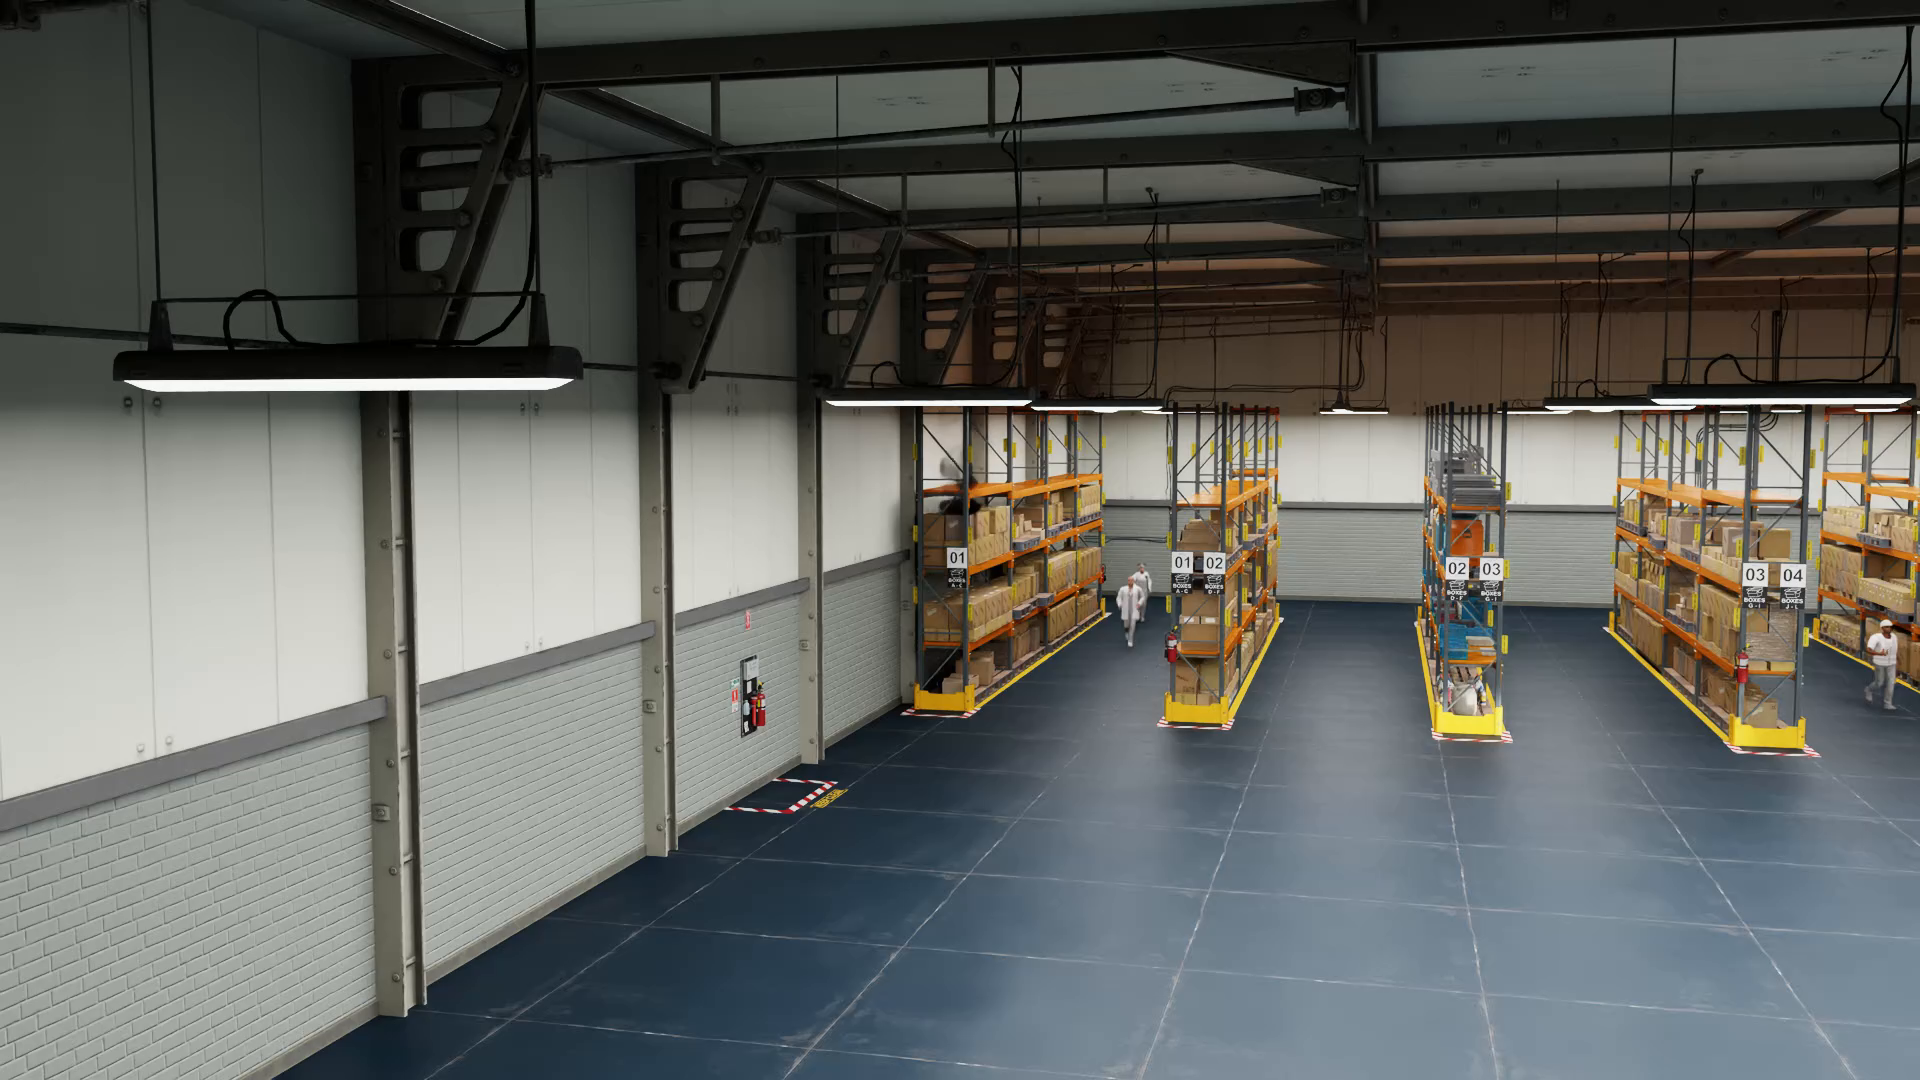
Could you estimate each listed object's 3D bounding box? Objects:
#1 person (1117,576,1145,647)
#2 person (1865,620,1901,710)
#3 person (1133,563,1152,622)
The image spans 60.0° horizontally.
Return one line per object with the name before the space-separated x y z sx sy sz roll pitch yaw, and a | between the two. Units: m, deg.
person | 4.291 1.776 41.796 0.710 1.735 0.670 1 4 7
person | 18.132 2.431 32.650 0.714 1.749 0.857 0 4 -1
person | 5.101 1.450 46.857 0.616 1.654 0.649 0 4 -3
